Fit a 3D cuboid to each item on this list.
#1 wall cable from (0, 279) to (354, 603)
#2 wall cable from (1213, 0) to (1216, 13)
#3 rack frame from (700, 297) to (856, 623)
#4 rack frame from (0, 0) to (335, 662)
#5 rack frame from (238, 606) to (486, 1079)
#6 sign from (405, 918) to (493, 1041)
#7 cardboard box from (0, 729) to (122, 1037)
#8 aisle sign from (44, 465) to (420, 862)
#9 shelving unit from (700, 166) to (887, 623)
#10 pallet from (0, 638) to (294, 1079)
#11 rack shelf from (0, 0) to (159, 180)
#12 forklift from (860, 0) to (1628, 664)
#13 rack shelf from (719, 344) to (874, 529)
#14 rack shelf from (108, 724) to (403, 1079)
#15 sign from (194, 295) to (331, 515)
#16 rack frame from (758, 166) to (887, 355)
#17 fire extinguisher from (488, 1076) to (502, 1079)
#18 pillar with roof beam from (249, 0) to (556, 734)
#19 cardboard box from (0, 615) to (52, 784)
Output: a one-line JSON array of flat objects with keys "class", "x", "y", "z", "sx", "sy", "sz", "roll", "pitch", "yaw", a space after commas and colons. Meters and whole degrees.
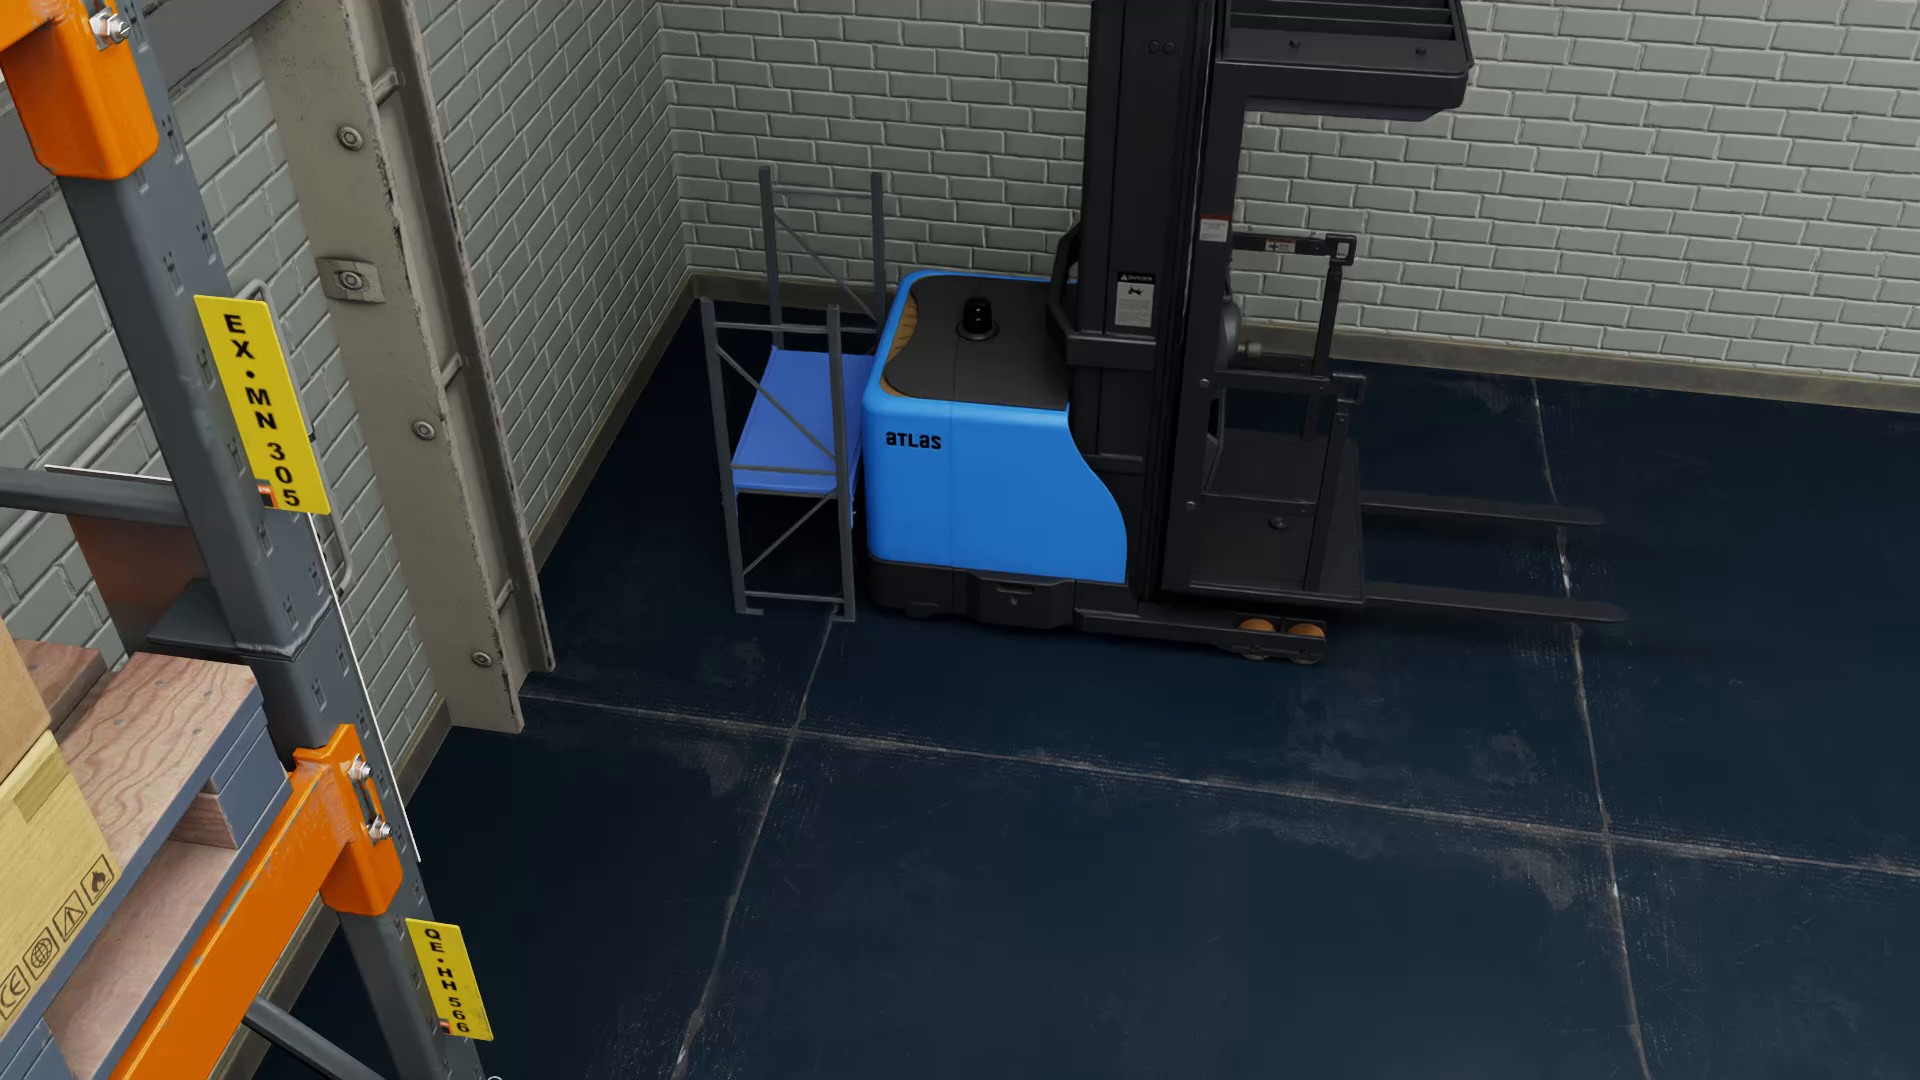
[{"class": "wall cable", "x": -2.126, "y": -0.067, "z": 4.179, "sx": 0.084, "sy": 1.984, "sz": 1.851, "roll": 6, "pitch": 40, "yaw": 8}, {"class": "wall cable", "x": -0.085, "y": -3.393, "z": 6.728, "sx": 3.097, "sy": 2.526, "sz": 0.112, "roll": 6, "pitch": 40, "yaw": 8}, {"class": "rack frame", "x": -0.678, "y": -0.266, "z": 6.394, "sx": 0.500, "sy": 1.500, "sz": 0.032, "roll": 4, "pitch": 40, "yaw": 5}, {"class": "rack frame", "x": -1.416, "y": -1.079, "z": 1.493, "sx": 1.000, "sy": 3.000, "sz": 0.127, "roll": 6, "pitch": 40, "yaw": 8}, {"class": "rack frame", "x": -1.416, "y": 1.233, "z": 3.405, "sx": 1.000, "sy": 3.000, "sz": 0.127, "roll": 6, "pitch": 40, "yaw": 8}, {"class": "sign", "x": -0.884, "y": 0.764, "z": 2.877, "sx": 0.100, "sy": 0.325, "sz": 0.005, "roll": 6, "pitch": 40, "yaw": 8}, {"class": "cardboard box", "x": -1.281, "y": 0.423, "z": 1.740, "sx": 0.500, "sy": 0.250, "sz": 0.500, "roll": 8, "pitch": 40, "yaw": 9}, {"class": "aisle sign", "x": -1.108, "y": 0.219, "z": 2.591, "sx": 0.394, "sy": 0.787, "sz": 0.004, "roll": 6, "pitch": 40, "yaw": 8}, {"class": "shelving unit", "x": -0.621, "y": -0.587, "z": 6.783, "sx": 0.538, "sy": 1.500, "sz": 1.048, "roll": 4, "pitch": 40, "yaw": 5}, {"class": "pallet", "x": -1.534, "y": 0.578, "z": 1.913, "sx": 1.003, "sy": 0.211, "sz": 1.213, "roll": 6, "pitch": 40, "yaw": 8}, {"class": "rack shelf", "x": -1.762, "y": 0.607, "z": 0.332, "sx": 1.077, "sy": 0.370, "sz": 4.000, "roll": 6, "pitch": 40, "yaw": 8}, {"class": "forklift", "x": 1.172, "y": -0.997, "z": 6.156, "sx": 3.031, "sy": 2.935, "sz": 1.130, "roll": 5, "pitch": 40, "yaw": 7}, {"class": "rack shelf", "x": -0.621, "y": -0.449, "z": 6.898, "sx": 0.538, "sy": 0.185, "sz": 1.000, "roll": 4, "pitch": 40, "yaw": 5}, {"class": "rack shelf", "x": -1.762, "y": 1.609, "z": 1.160, "sx": 1.077, "sy": 0.370, "sz": 4.000, "roll": 6, "pitch": 40, "yaw": 8}, {"class": "sign", "x": -0.884, "y": -0.165, "z": 2.109, "sx": 0.100, "sy": 0.325, "sz": 0.005, "roll": 6, "pitch": 40, "yaw": 8}, {"class": "rack frame", "x": -0.563, "y": -0.909, "z": 7.173, "sx": 0.500, "sy": 1.500, "sz": 0.032, "roll": 4, "pitch": 40, "yaw": 5}, {"class": "fire extinguisher", "x": -0.936, "y": 1.363, "z": 3.601, "sx": 0.296, "sy": 0.674, "sz": 0.183, "roll": 6, "pitch": 40, "yaw": 8}, {"class": "pillar with roof beam", "x": 2.439, "y": -2.394, "z": 3.084, "sx": 9.100, "sy": 9.000, "sz": 0.400, "roll": 6, "pitch": 40, "yaw": 8}, {"class": "cardboard box", "x": -1.274, "y": 0.135, "z": 1.500, "sx": 0.500, "sy": 0.500, "sz": 0.500, "roll": 6, "pitch": 40, "yaw": 8}]
